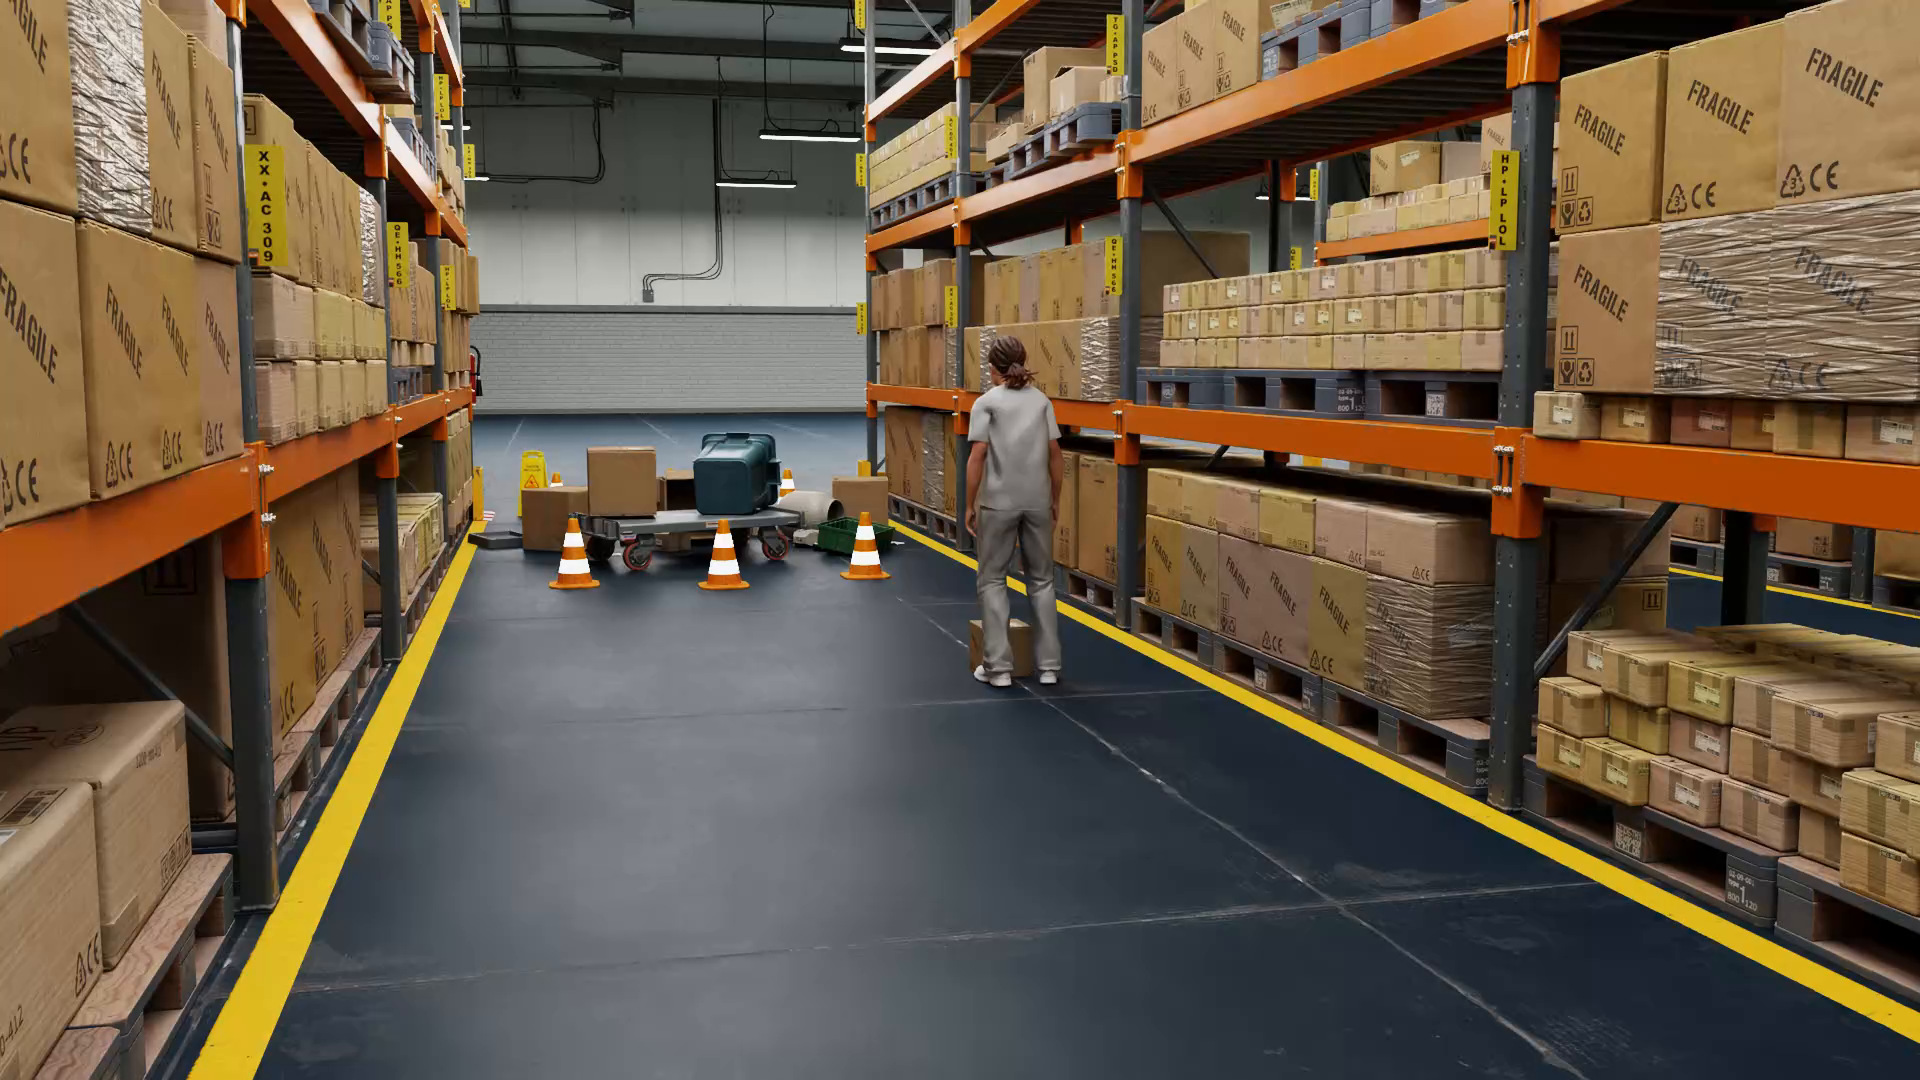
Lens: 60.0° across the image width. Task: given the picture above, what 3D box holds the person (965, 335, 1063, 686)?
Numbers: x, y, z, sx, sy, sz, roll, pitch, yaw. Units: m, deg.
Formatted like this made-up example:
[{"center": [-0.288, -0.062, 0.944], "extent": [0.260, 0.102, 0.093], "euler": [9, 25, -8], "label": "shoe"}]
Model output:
[{"center": [0.264, -0.142, 7.957], "extent": [0.512, 1.671, 0.364], "euler": [-2, 6, -17], "label": "person"}]
